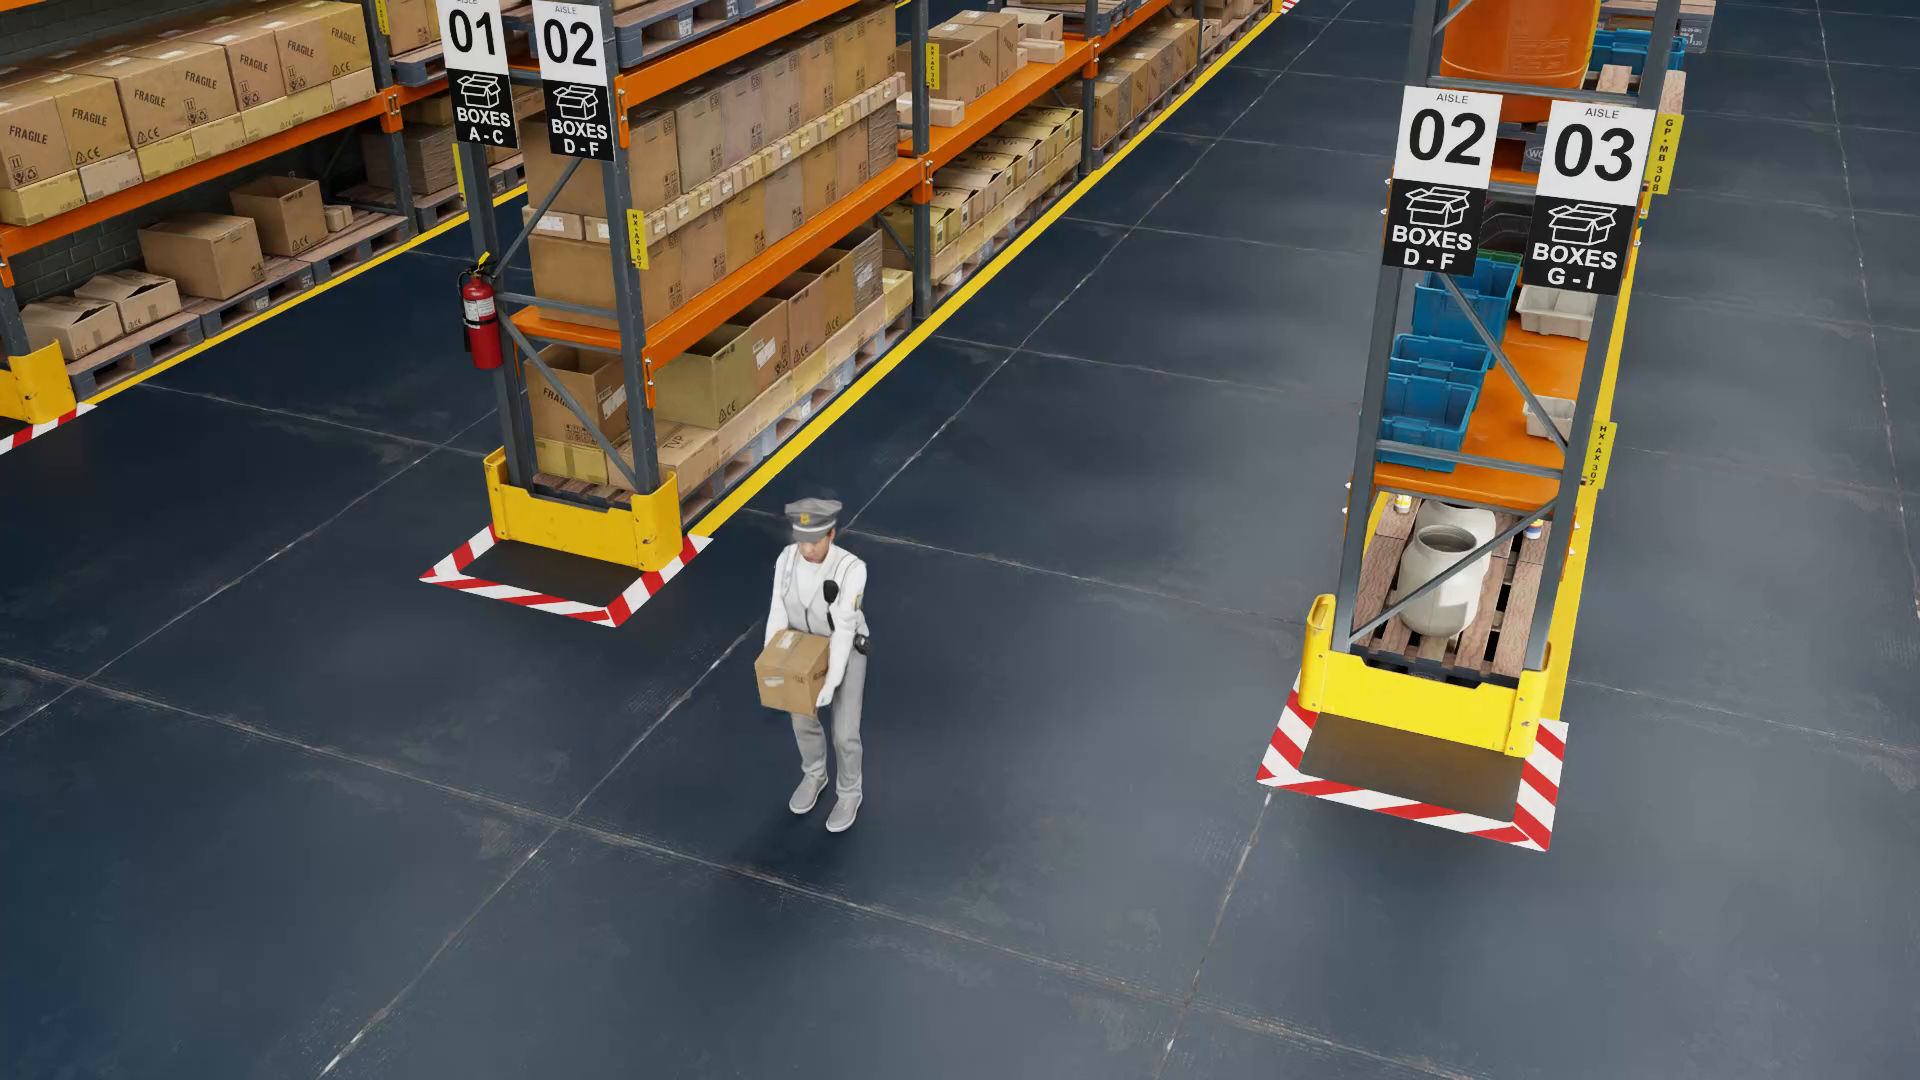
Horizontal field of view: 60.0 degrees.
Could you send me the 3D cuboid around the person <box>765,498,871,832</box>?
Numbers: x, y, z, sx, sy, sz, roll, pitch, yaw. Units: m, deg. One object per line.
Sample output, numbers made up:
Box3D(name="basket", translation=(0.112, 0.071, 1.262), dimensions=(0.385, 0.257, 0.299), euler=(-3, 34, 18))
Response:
Box3D(name="person", translation=(-0.626, 0.559, 7.421), dimensions=(0.421, 1.667, 0.535), euler=(11, 32, 18))
